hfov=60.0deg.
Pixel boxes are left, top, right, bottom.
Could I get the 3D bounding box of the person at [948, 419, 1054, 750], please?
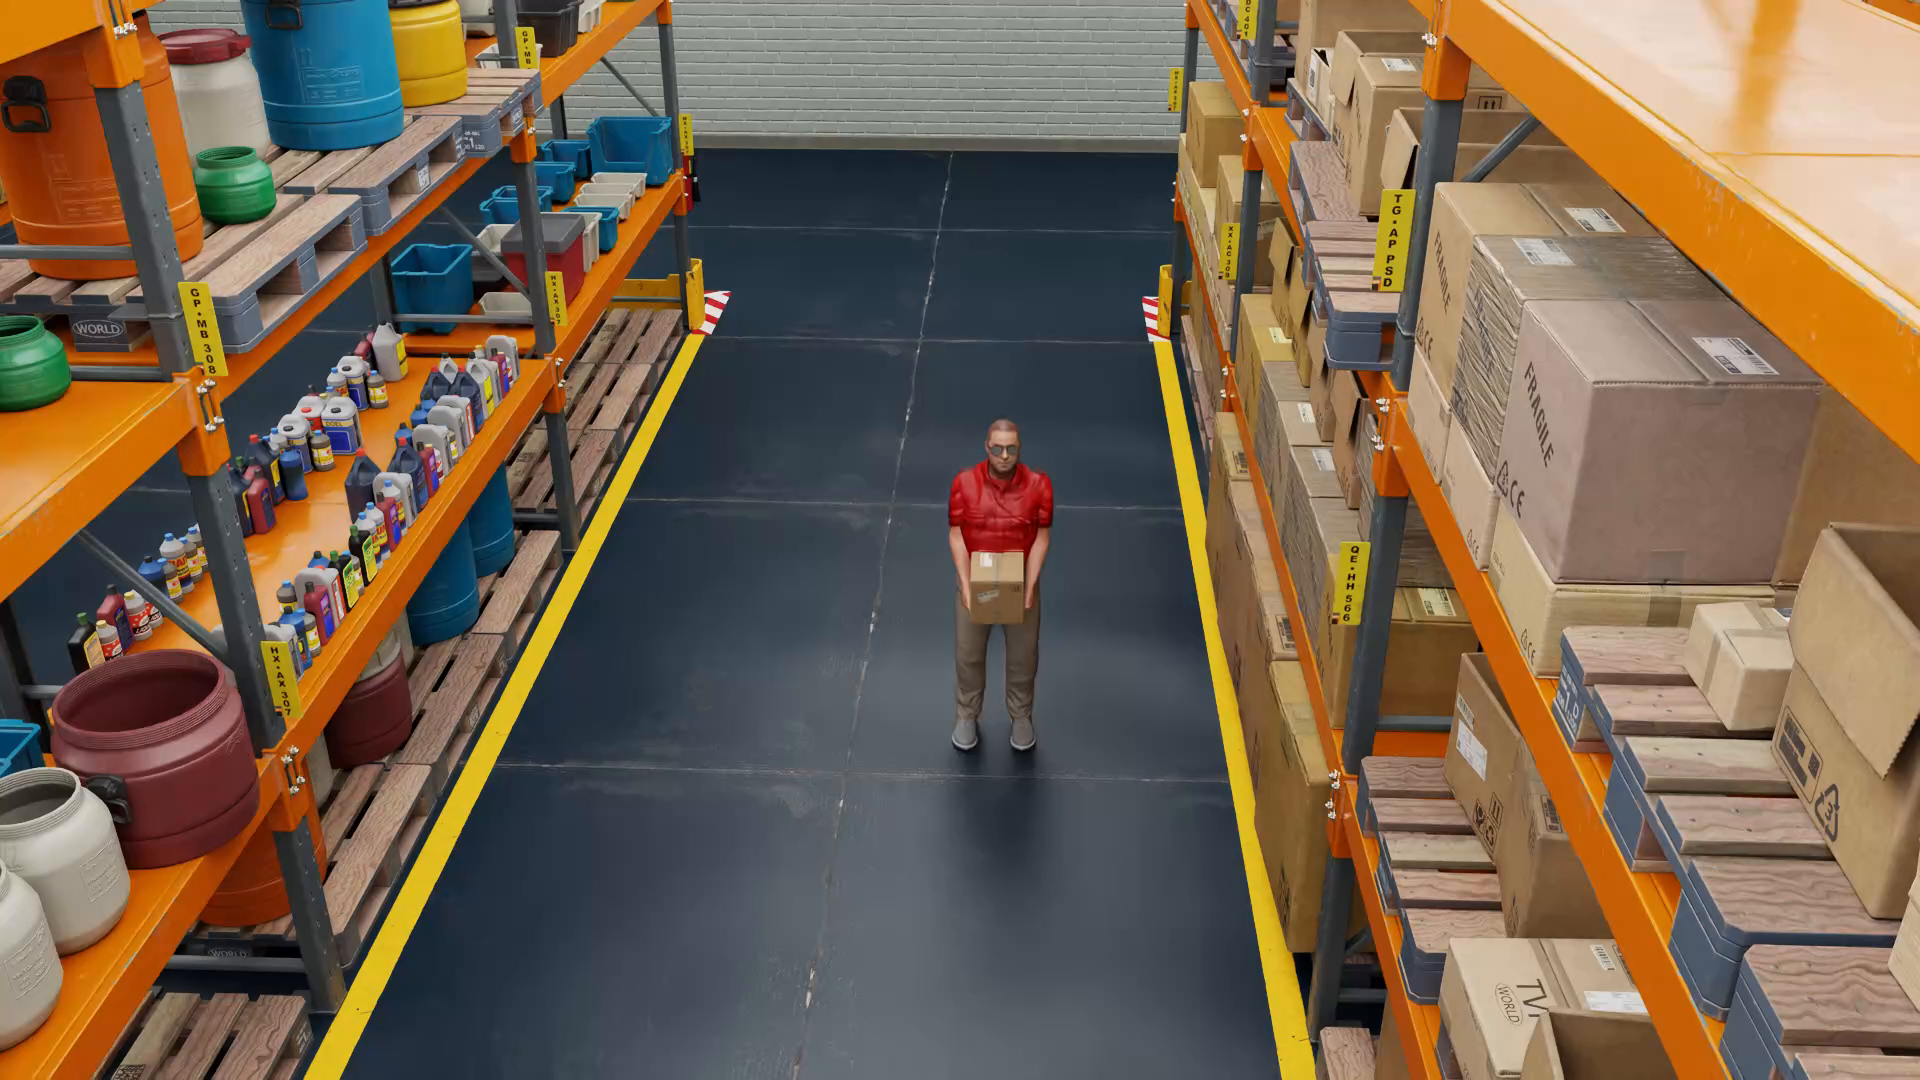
[{"bbox_3d":[0.195,0.260,8.144,0.514,1.725,0.530,1,28,2],"label":"person"}]
